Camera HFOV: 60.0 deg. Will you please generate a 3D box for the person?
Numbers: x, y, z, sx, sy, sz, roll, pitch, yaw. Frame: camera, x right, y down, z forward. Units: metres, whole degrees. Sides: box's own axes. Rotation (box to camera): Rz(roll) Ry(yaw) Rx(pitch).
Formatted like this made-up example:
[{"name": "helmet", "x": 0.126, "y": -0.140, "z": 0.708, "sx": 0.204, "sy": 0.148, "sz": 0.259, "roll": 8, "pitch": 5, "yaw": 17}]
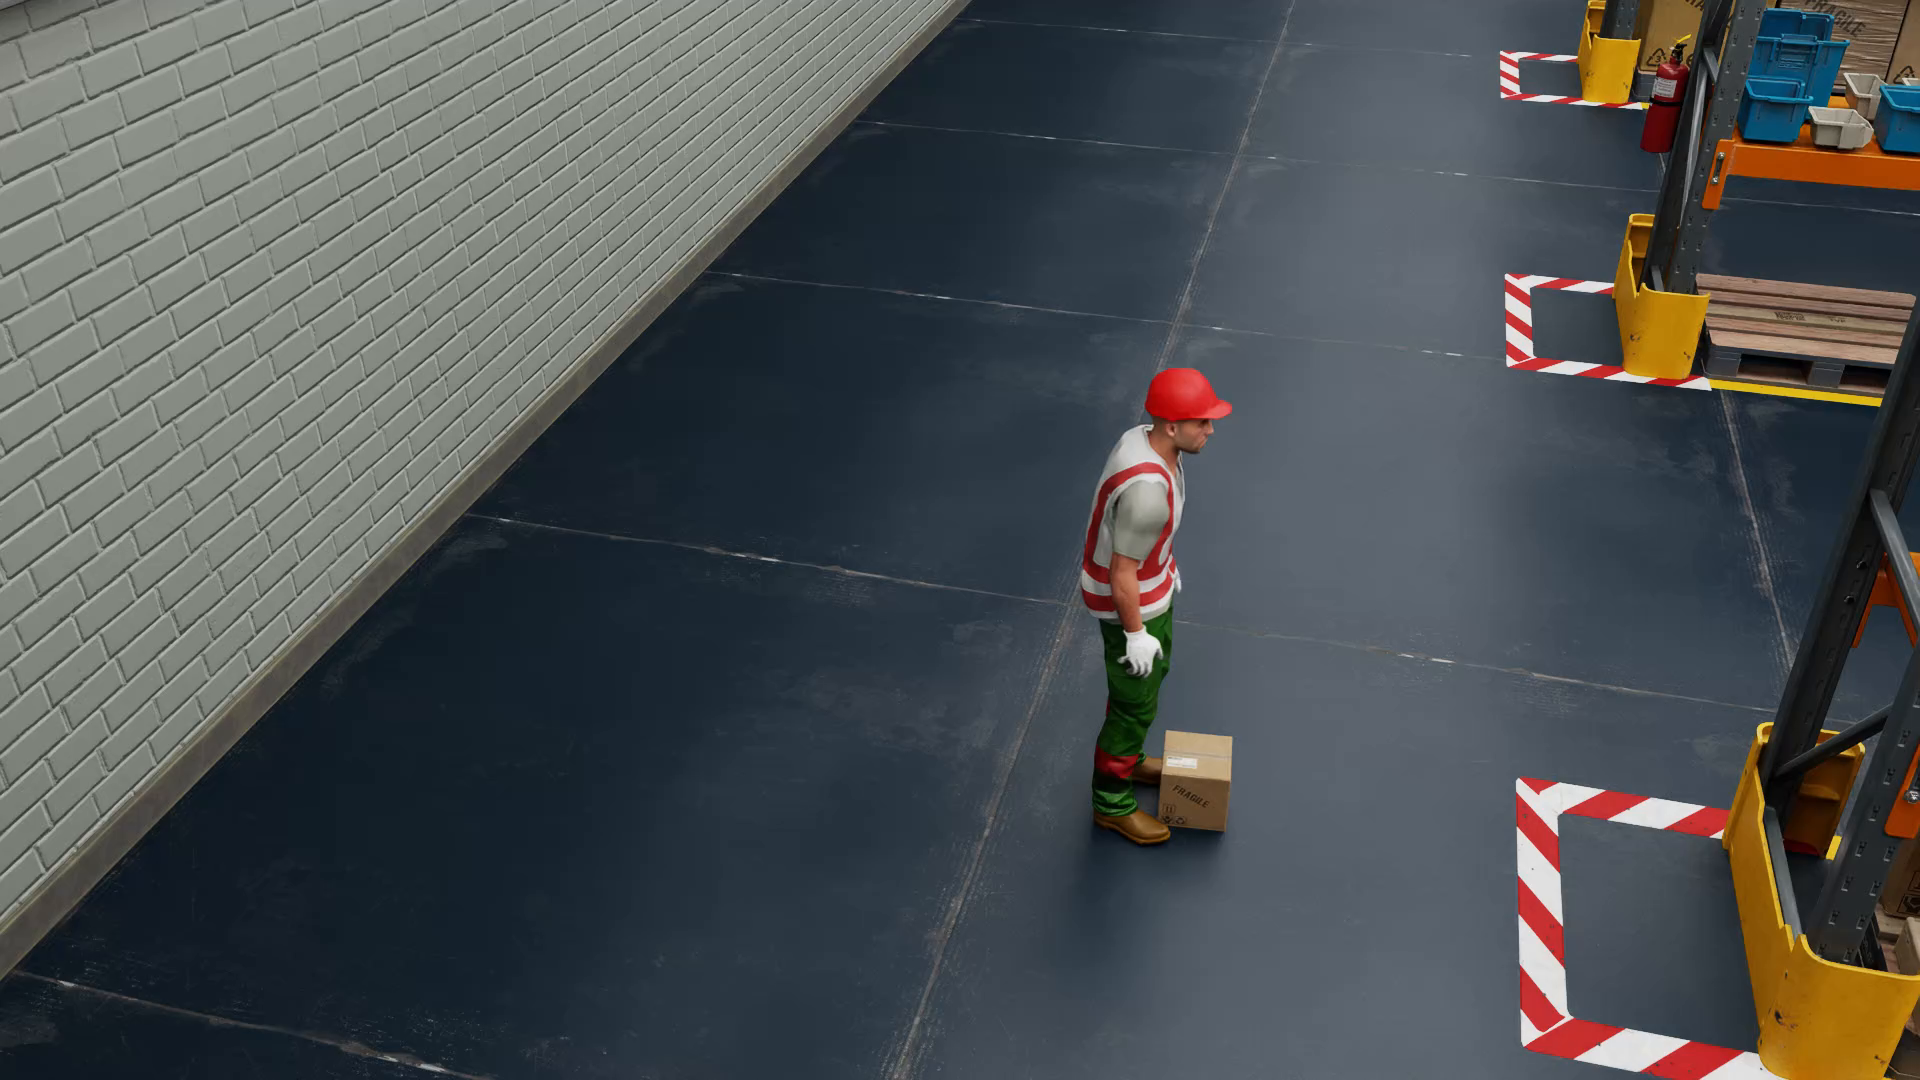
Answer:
[{"name": "person", "x": 0.652, "y": 0.212, "z": 5.791, "sx": 0.453, "sy": 1.779, "sz": 0.608, "roll": 8, "pitch": 33, "yaw": 12}]
